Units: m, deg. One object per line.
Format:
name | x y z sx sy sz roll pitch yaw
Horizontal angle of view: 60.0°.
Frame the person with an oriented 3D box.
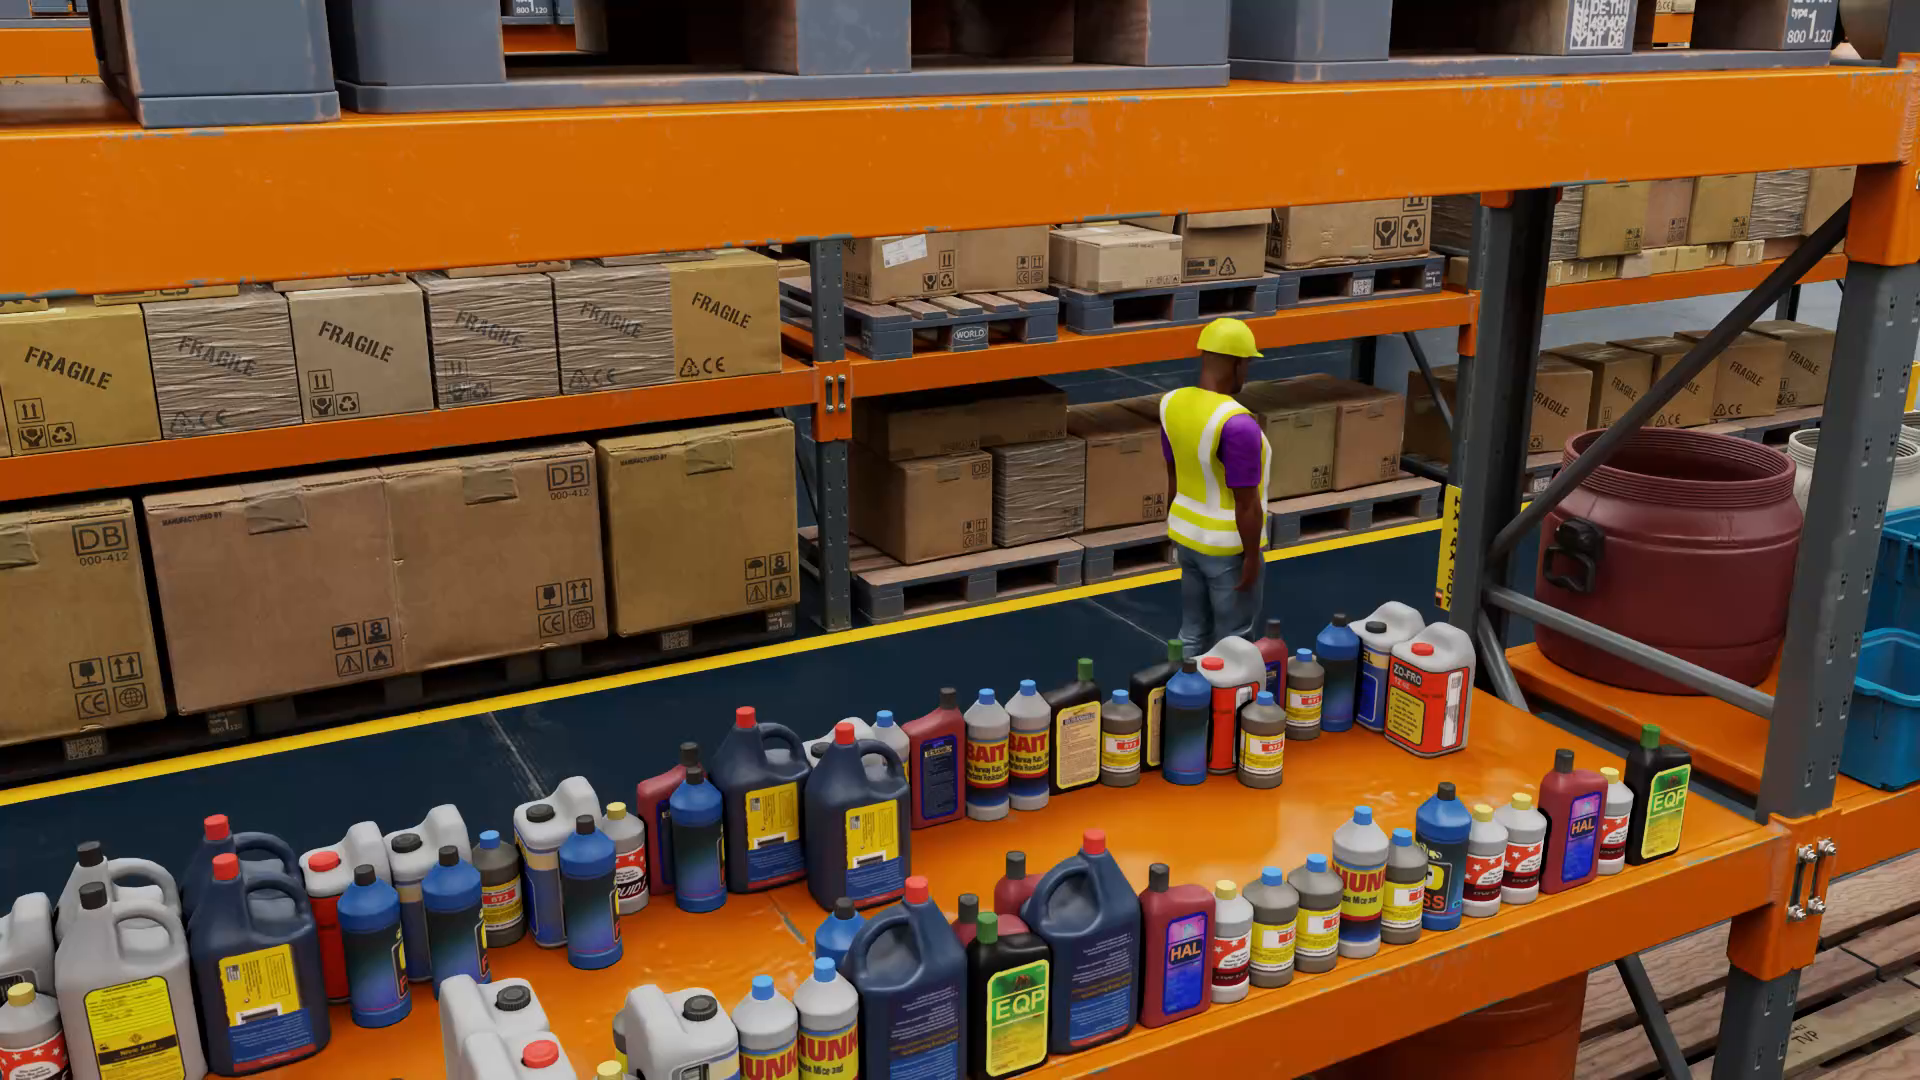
person | 1.000 0.004 6.513 0.365 1.762 0.566 -9 20 -26
